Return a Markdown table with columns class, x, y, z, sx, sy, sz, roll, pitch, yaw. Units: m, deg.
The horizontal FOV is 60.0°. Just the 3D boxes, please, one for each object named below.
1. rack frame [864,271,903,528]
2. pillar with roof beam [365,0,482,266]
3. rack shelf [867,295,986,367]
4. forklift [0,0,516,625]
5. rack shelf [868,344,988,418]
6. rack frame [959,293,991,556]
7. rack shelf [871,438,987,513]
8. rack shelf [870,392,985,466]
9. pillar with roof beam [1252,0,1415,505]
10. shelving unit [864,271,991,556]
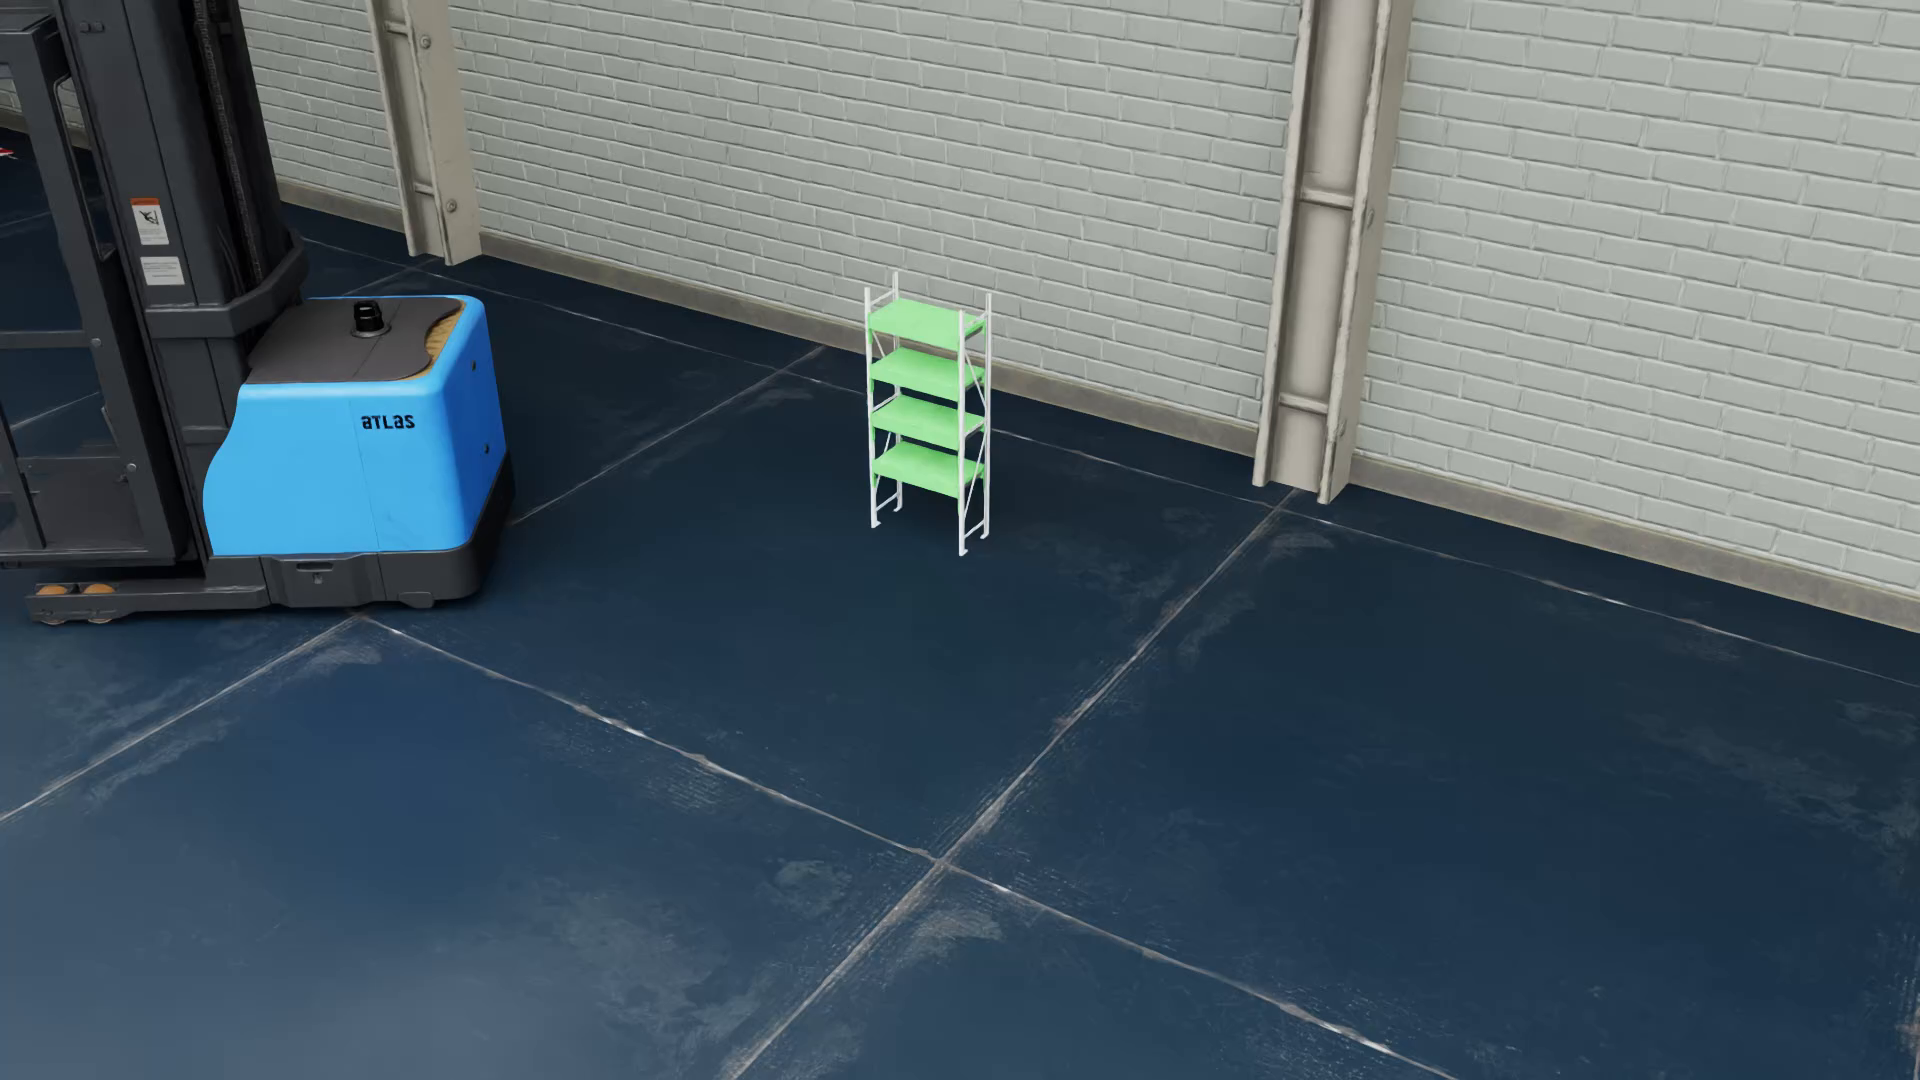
| class | x | y | z | sx | sy | sz | roll | pitch | yaw |
| --- | --- | --- | --- | --- | --- | --- | --- | --- | --- |
| rack frame | -0.347 | -0.628 | 7.636 | 0.015 | 1.200 | 0.240 | 18 | 35 | 27 |
| pillar with roof beam | -5.679 | -3.944 | 5.581 | 0.400 | 9.000 | 9.100 | 18 | 35 | 27 |
| rack shelf | -0.140 | -0.922 | 7.314 | 0.480 | 0.148 | 0.258 | 18 | 35 | 27 |
| forklift | -3.626 | -1.177 | 6.860 | 3.031 | 2.935 | 1.130 | -1 | 30 | -2 |
| rack shelf | -0.140 | -0.715 | 7.435 | 0.480 | 0.148 | 0.258 | 18 | 35 | 27 |
| rack frame | 0.066 | -0.497 | 7.412 | 0.015 | 1.200 | 0.240 | 18 | 35 | 27 |
| rack shelf | -0.140 | -0.300 | 7.677 | 0.480 | 0.148 | 0.258 | 18 | 35 | 27 |
| rack shelf | -0.140 | -0.507 | 7.556 | 0.480 | 0.148 | 0.258 | 18 | 35 | 27 |
| pillar with roof beam | -0.598 | -2.337 | 2.826 | 0.400 | 9.000 | 9.100 | 18 | 35 | 27 |
| shelving unit | -0.140 | -0.563 | 7.524 | 0.503 | 1.200 | 0.258 | 18 | 35 | 27 |
